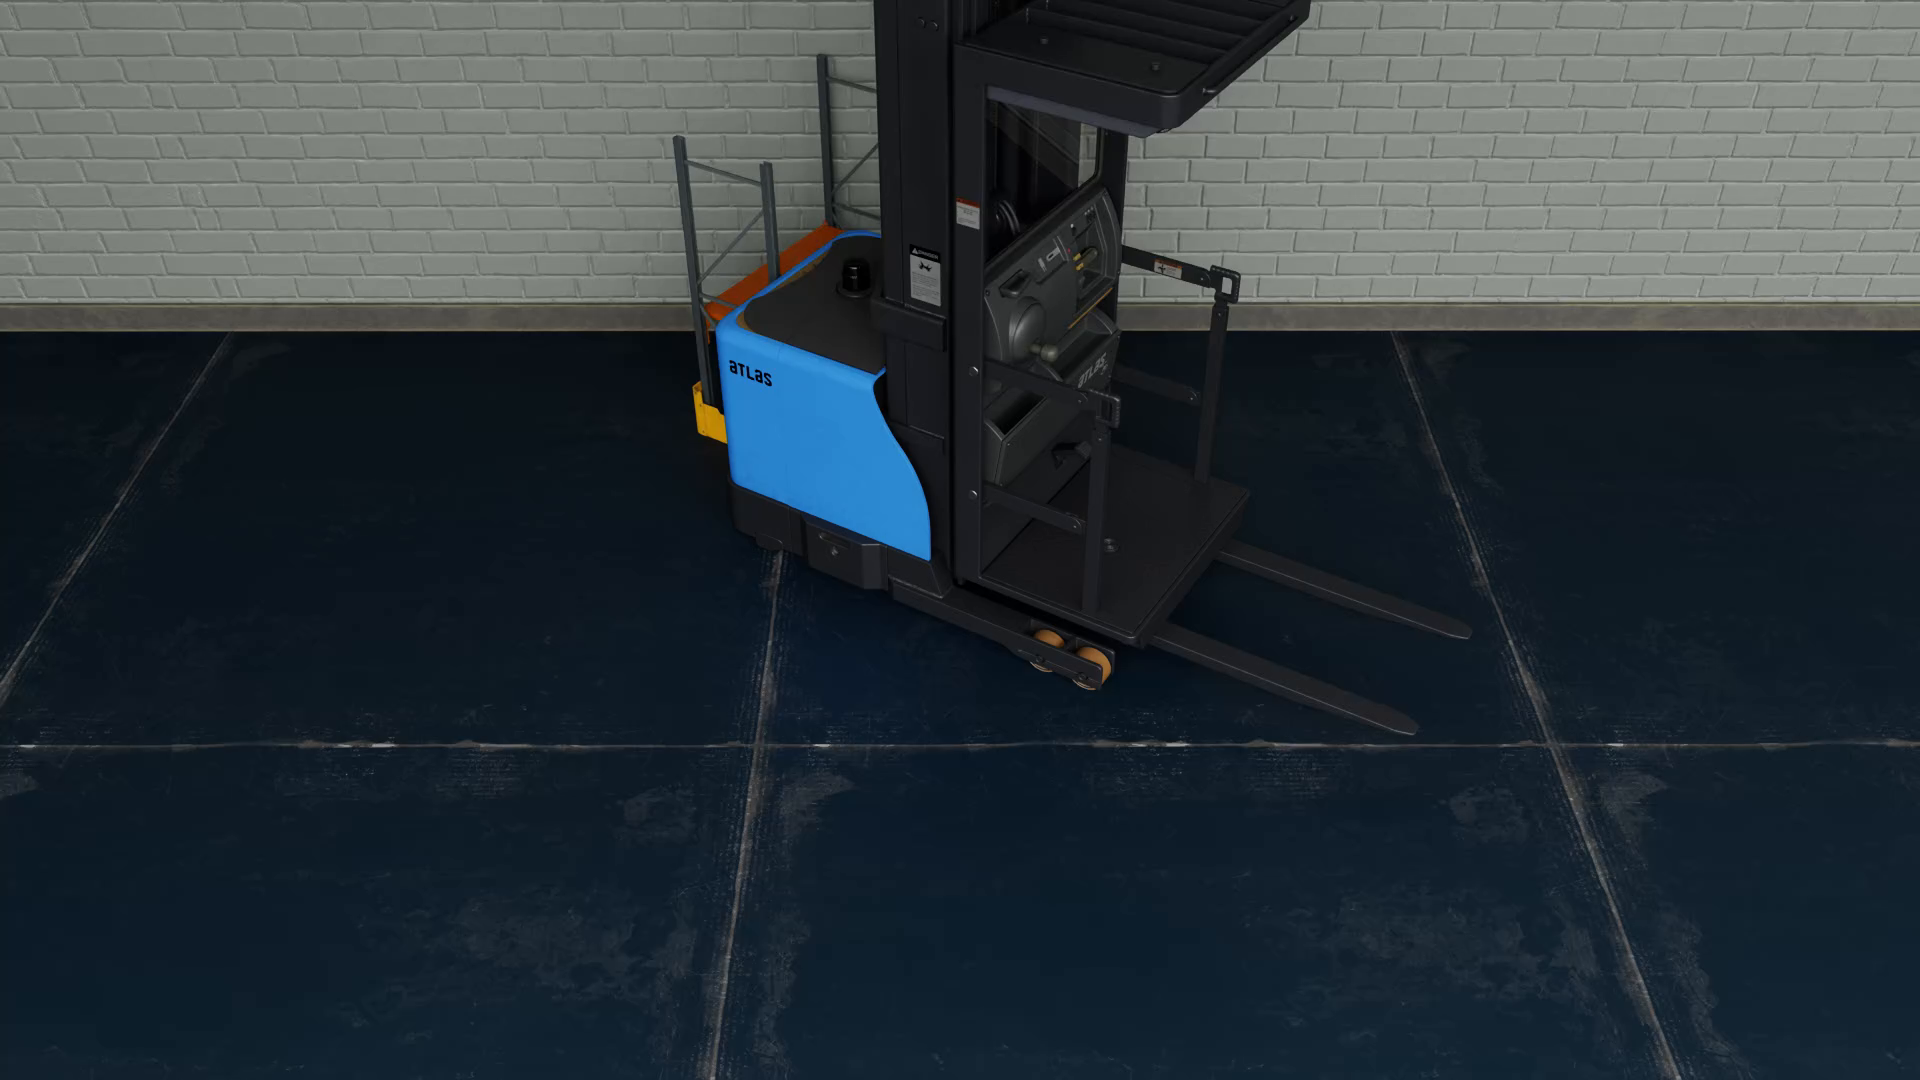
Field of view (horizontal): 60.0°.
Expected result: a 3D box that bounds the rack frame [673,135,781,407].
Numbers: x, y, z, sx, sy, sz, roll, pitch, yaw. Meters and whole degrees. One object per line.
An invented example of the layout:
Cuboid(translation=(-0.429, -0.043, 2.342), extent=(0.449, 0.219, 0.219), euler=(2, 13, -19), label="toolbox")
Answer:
Cuboid(translation=(-0.983, -1.021, 7.325), extent=(0.500, 1.500, 0.032), euler=(22, 43, 25), label="rack frame")

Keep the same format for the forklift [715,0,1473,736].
Cuboid(translation=(0.529, -0.939, 6.078), extent=(3.031, 2.935, 1.130), euler=(21, 43, 24), label="forklift")

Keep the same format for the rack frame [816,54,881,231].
Cuboid(translation=(-0.440, -1.559, 7.996), extent=(0.500, 1.500, 0.032), euler=(22, 43, 25), label="rack frame")

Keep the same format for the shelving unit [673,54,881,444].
Cuboid(translation=(-0.716, -1.285, 7.654), extent=(0.587, 1.500, 1.083), euler=(22, 43, 25), label="shelving unit")

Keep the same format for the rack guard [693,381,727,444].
Cuboid(translation=(-0.982, -0.534, 7.717), extent=(0.587, 0.250, 0.087), euler=(22, 43, 25), label="rack guard")

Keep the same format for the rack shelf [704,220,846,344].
Cuboid(translation=(-0.711, -1.150, 7.773), extent=(0.538, 0.185, 1.000), euler=(22, 43, 25), label="rack shelf")
